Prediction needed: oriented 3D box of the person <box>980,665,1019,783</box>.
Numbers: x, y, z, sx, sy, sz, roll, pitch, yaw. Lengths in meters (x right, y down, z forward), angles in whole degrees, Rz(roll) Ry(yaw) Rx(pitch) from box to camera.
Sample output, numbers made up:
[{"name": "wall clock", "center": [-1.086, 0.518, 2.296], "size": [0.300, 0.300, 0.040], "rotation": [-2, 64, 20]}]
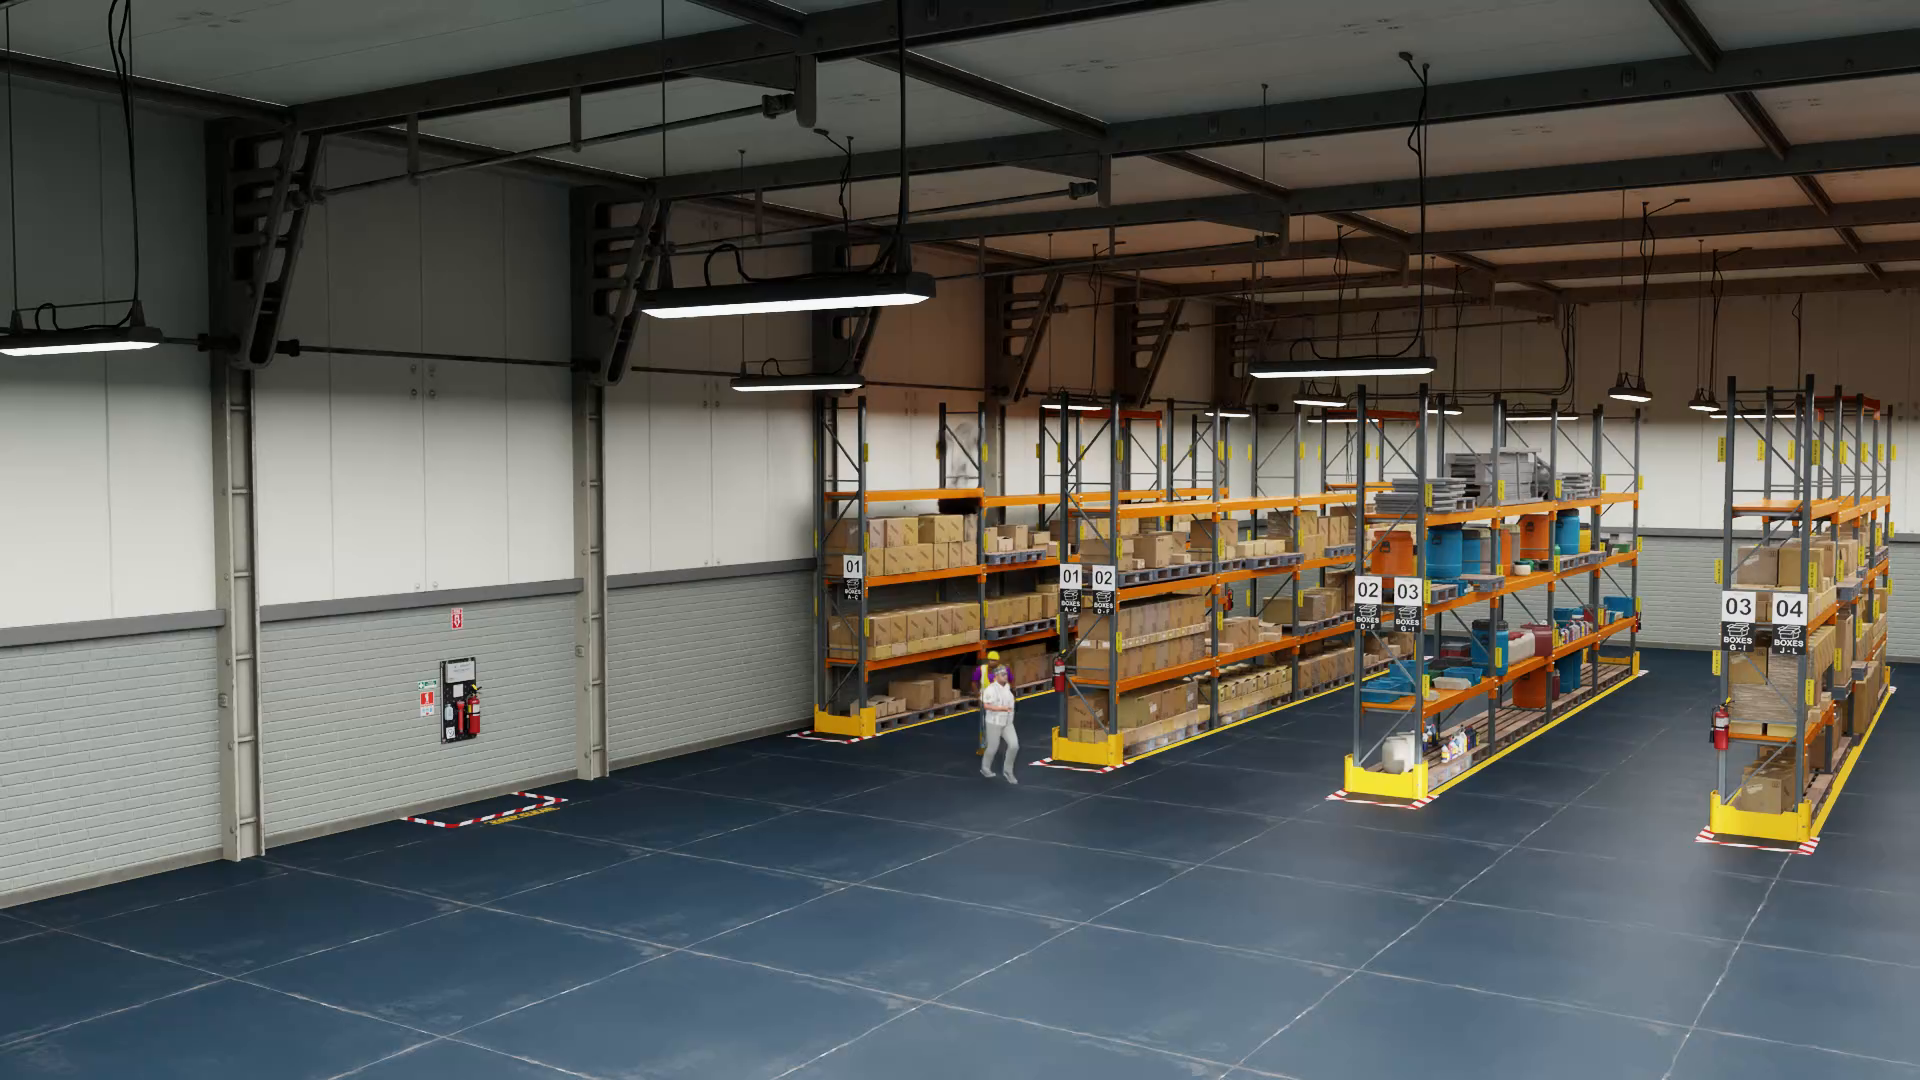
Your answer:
[{"name": "person", "center": [0.596, 2.811, 25.266], "size": [0.640, 1.851, 0.783], "rotation": [-2, 4, -37]}]

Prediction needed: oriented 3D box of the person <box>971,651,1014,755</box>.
[{"name": "person", "center": [0.545, 2.695, 27.876], "size": [0.737, 1.715, 0.882], "rotation": [0, 3, 1]}]
